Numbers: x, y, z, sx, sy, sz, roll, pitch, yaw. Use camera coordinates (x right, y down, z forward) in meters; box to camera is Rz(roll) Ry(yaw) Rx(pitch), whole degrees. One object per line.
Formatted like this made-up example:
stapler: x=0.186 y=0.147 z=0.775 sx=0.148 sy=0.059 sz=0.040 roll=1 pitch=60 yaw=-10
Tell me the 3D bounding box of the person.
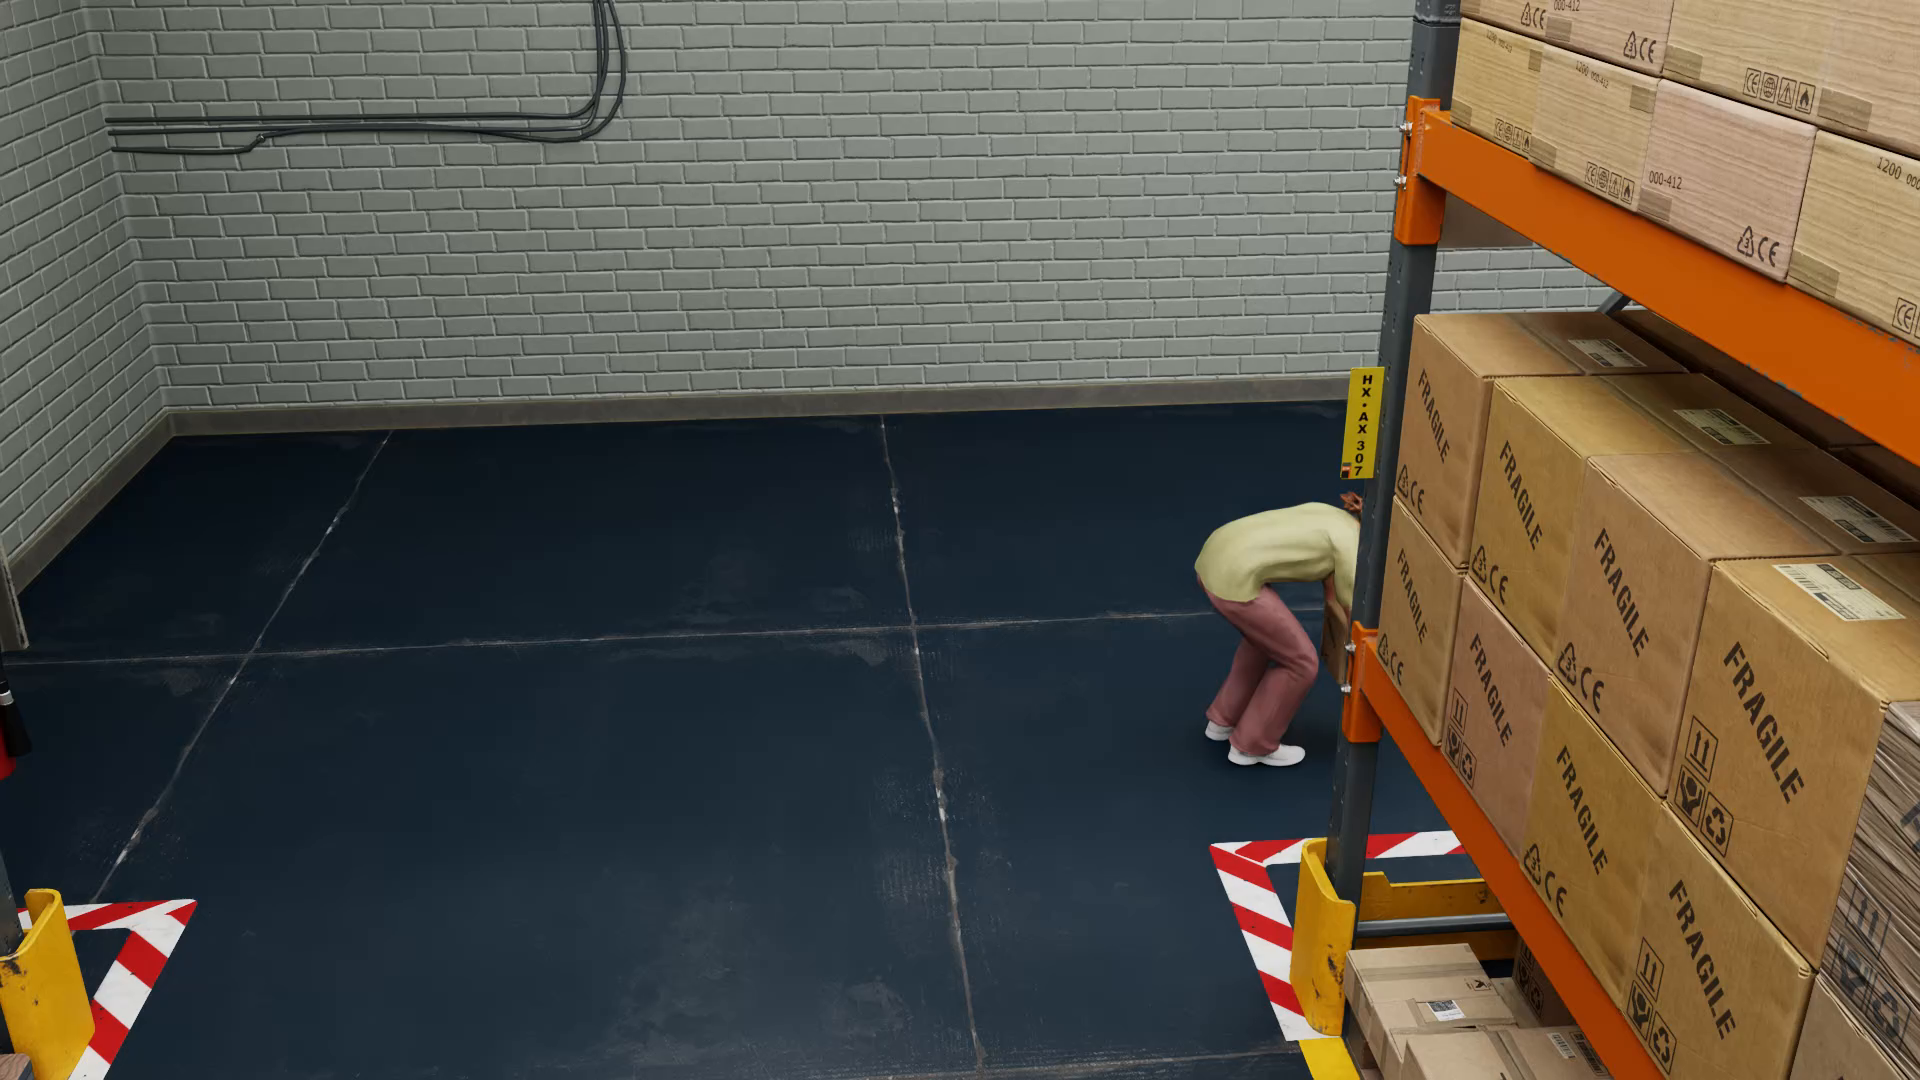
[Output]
person: x=1.345 y=0.333 z=6.557 sx=0.860 sy=1.104 sz=0.448 roll=-3 pitch=24 yaw=-7
